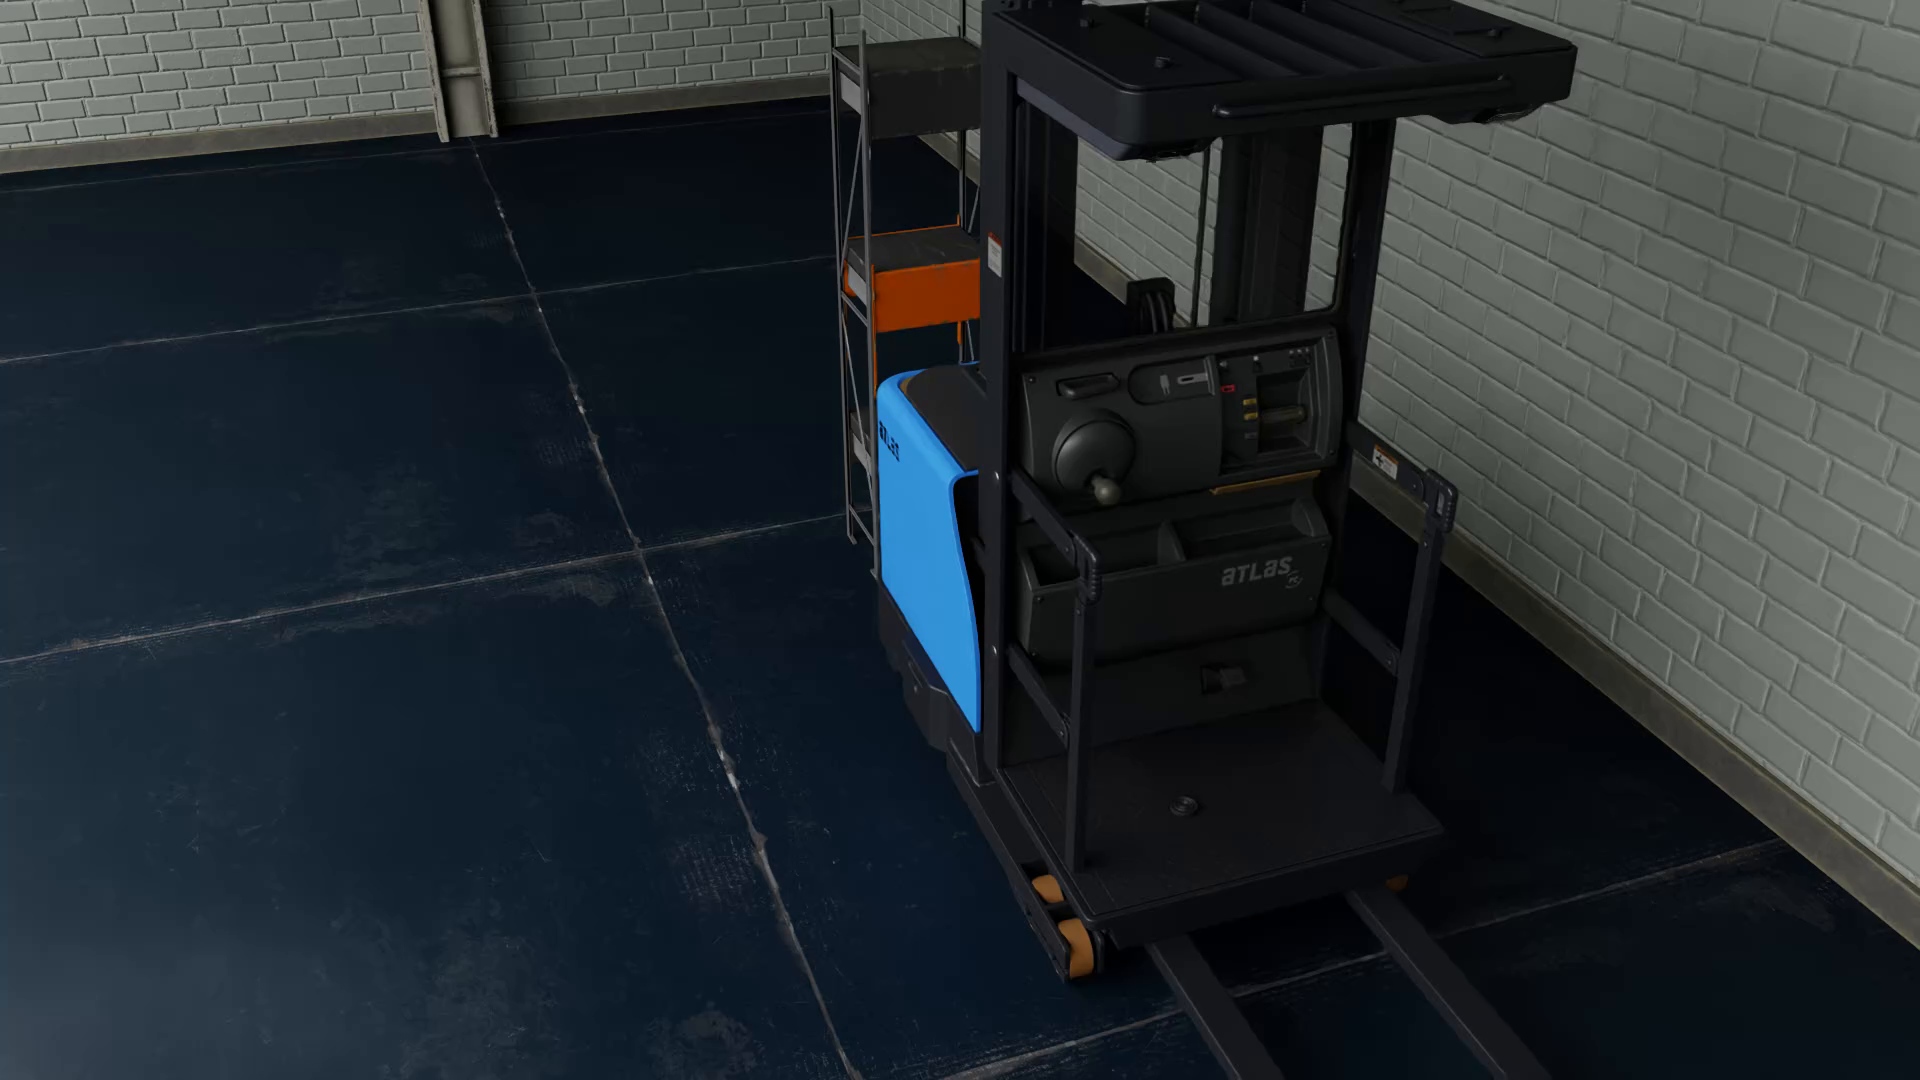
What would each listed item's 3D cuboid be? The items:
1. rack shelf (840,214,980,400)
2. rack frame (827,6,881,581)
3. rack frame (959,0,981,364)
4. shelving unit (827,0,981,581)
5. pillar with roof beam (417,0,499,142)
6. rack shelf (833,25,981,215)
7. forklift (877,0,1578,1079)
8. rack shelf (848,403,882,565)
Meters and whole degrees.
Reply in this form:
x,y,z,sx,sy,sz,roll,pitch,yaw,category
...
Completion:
x,y,z,sx,sy,sz,roll,pitch,yaw,category
-0.155,-0.872,6.187,0.480,0.518,0.431,-10,31,-18,rack shelf
-0.384,-0.842,6.106,0.015,2.100,0.400,-10,31,-18,rack frame
0.074,-0.926,6.254,0.015,2.100,0.400,-10,31,-18,rack frame
-0.155,-0.884,6.180,0.503,2.100,0.431,-10,31,-18,shelving unit
-1.995,-4.800,6.085,0.400,9.000,9.100,-10,31,-18,pillar with roof beam
-0.155,-1.480,5.840,0.480,0.518,0.431,-10,31,-18,rack shelf
0.683,-0.287,4.293,1.130,2.935,3.031,-10,31,-17,forklift
-0.155,-0.264,6.533,0.480,0.518,0.431,-10,31,-18,rack shelf
